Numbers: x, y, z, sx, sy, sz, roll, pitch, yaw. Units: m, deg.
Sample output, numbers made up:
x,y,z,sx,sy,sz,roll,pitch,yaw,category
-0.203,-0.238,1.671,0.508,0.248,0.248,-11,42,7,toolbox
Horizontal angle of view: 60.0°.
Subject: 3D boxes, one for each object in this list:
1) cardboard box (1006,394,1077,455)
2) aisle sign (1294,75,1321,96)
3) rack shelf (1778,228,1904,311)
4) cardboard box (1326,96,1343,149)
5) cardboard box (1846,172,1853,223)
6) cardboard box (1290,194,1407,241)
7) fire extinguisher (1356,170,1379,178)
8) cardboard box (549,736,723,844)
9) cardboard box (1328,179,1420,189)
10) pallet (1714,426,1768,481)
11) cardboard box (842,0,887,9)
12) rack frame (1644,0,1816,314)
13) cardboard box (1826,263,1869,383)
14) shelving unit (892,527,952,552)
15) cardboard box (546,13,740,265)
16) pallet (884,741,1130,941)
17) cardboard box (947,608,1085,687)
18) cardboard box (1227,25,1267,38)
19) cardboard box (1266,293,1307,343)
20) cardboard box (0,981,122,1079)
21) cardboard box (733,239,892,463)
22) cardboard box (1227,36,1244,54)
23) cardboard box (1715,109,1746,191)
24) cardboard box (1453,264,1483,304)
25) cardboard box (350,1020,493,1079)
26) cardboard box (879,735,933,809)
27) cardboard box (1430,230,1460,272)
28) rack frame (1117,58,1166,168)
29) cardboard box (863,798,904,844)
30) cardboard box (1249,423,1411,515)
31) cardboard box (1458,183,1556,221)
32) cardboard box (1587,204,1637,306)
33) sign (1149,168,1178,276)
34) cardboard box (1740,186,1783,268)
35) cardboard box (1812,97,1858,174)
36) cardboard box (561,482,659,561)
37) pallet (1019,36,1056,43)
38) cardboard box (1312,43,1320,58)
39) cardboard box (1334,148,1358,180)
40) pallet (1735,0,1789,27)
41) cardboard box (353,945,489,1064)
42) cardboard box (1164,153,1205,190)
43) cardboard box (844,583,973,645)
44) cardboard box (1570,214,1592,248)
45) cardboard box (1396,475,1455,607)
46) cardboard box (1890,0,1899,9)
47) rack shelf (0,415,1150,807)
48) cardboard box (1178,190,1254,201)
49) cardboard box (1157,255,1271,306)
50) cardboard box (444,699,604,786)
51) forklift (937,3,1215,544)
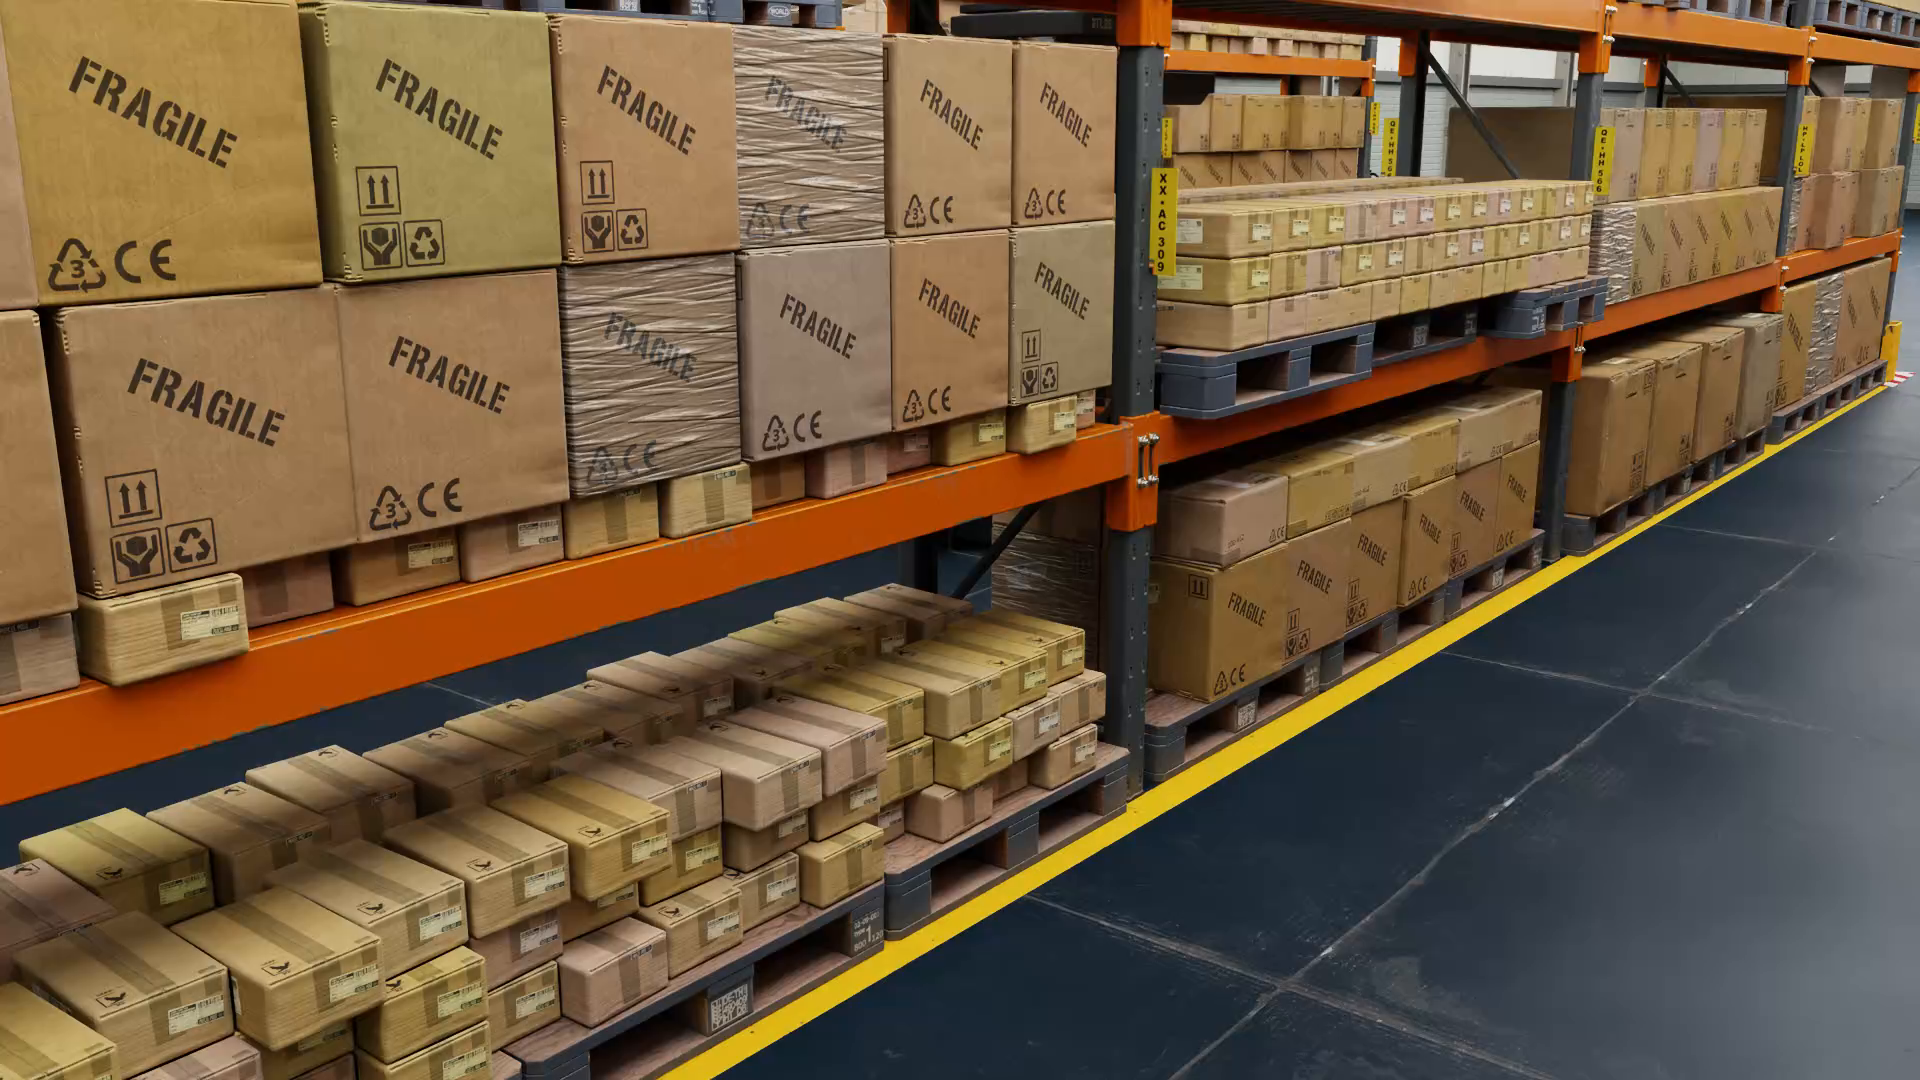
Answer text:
x,y,z,sx,sy,sz,roll,pitch,yaw,category
0.126,-0.369,4.993,0.380,0.149,0.250,11,18,36,cardboard box
3.626,-5.012,17.482,0.394,0.787,0.004,11,18,38,aisle sign
6.485,-2.214,13.208,1.077,0.370,4.000,11,18,38,rack shelf
3.353,-4.142,16.499,0.700,0.500,0.500,11,18,38,cardboard box
6.465,-2.636,13.103,0.875,0.550,0.500,11,18,38,cardboard box
1.458,-1.222,6.289,0.380,0.149,0.250,11,18,37,cardboard box
4.259,-3.606,17.381,0.296,0.674,0.183,11,18,38,fire extinguisher
-0.825,0.642,4.231,0.380,0.149,0.250,11,18,38,cardboard box
1.949,-1.627,7.885,0.380,0.149,0.250,11,18,37,cardboard box
4.802,-0.669,11.327,1.003,0.211,1.213,11,18,38,pallet
-0.596,-3.843,11.862,0.700,0.500,0.500,11,18,38,cardboard box
5.228,-2.180,11.611,1.000,3.000,0.127,11,18,38,rack frame
6.816,-1.811,13.621,0.875,0.875,0.875,11,18,37,cardboard box
-0.203,-0.379,8.787,0.258,0.900,0.210,12,19,39,shelving unit
-0.851,-0.896,3.719,0.500,0.500,0.500,11,18,36,cardboard box
-0.194,0.838,5.396,1.003,0.211,1.213,11,18,38,pallet
0.179,0.351,5.380,0.380,0.149,0.250,12,18,39,cardboard box
2.446,-4.688,15.092,0.500,0.250,0.500,11,18,38,cardboard box
0.975,-0.788,5.789,0.380,0.149,0.250,12,18,38,cardboard box
-1.720,0.960,2.979,0.380,0.149,0.250,10,17,35,cardboard box
-0.525,-0.510,4.230,0.500,0.500,0.500,11,18,37,cardboard box
2.344,-4.478,15.075,0.380,0.149,0.250,11,18,36,cardboard box
4.599,-2.518,10.709,0.700,0.500,0.500,11,18,37,cardboard box
1.951,-1.085,6.960,0.380,0.149,0.250,12,19,39,cardboard box
-1.238,1.102,3.629,0.380,0.149,0.250,12,18,38,cardboard box
-0.300,0.636,4.859,0.380,0.149,0.250,11,18,38,cardboard box
1.787,-1.178,6.720,0.380,0.149,0.250,11,18,36,cardboard box
1.315,-2.926,14.551,1.000,3.000,0.127,11,18,38,rack frame
-0.386,0.787,4.869,0.380,0.149,0.250,11,18,36,cardboard box
1.527,-0.303,6.925,0.500,0.250,0.500,12,19,40,cardboard box
2.439,-1.521,7.468,0.380,0.149,0.250,12,19,39,cardboard box
3.206,-1.506,8.758,0.500,0.500,0.500,12,18,38,cardboard box
0.627,-0.985,5.149,0.100,0.325,0.005,11,18,38,sign
5.108,-2.087,11.043,0.500,0.500,0.500,11,18,37,cardboard box
6.188,-3.047,12.526,0.875,0.550,0.550,11,18,38,cardboard box
-0.915,-0.078,3.848,0.380,0.149,0.250,12,19,40,cardboard box
0.194,-3.988,13.020,1.213,0.211,1.003,11,18,38,pallet
3.287,-4.776,16.251,0.380,0.149,0.250,11,18,38,cardboard box
3.702,-3.739,16.940,0.500,0.500,0.500,11,18,37,cardboard box
4.690,-3.358,10.545,0.805,0.209,1.217,10,18,35,pallet
-1.238,0.955,3.604,0.380,0.149,0.250,12,19,39,cardboard box
1.808,-3.160,14.664,0.500,0.500,0.500,11,18,37,cardboard box
-0.177,0.276,5.673,0.380,0.149,0.250,12,19,40,cardboard box
2.758,-1.475,7.889,0.380,0.149,0.250,12,18,39,cardboard box
1.855,-0.037,7.399,0.500,0.500,0.500,10,18,35,cardboard box
6.998,-4.171,12.810,0.380,0.149,0.250,11,18,38,cardboard box
-1.057,0.084,4.161,1.077,0.370,4.000,11,18,38,rack shelf
0.955,-1.323,6.686,0.380,0.149,0.250,11,18,36,cardboard box
0.806,-0.878,5.540,0.380,0.149,0.250,12,18,38,cardboard box
-1.180,0.571,4.511,0.380,0.149,0.250,11,18,38,cardboard box
0.773,-1.684,9.799,1.130,2.935,3.031,12,19,39,forklift
